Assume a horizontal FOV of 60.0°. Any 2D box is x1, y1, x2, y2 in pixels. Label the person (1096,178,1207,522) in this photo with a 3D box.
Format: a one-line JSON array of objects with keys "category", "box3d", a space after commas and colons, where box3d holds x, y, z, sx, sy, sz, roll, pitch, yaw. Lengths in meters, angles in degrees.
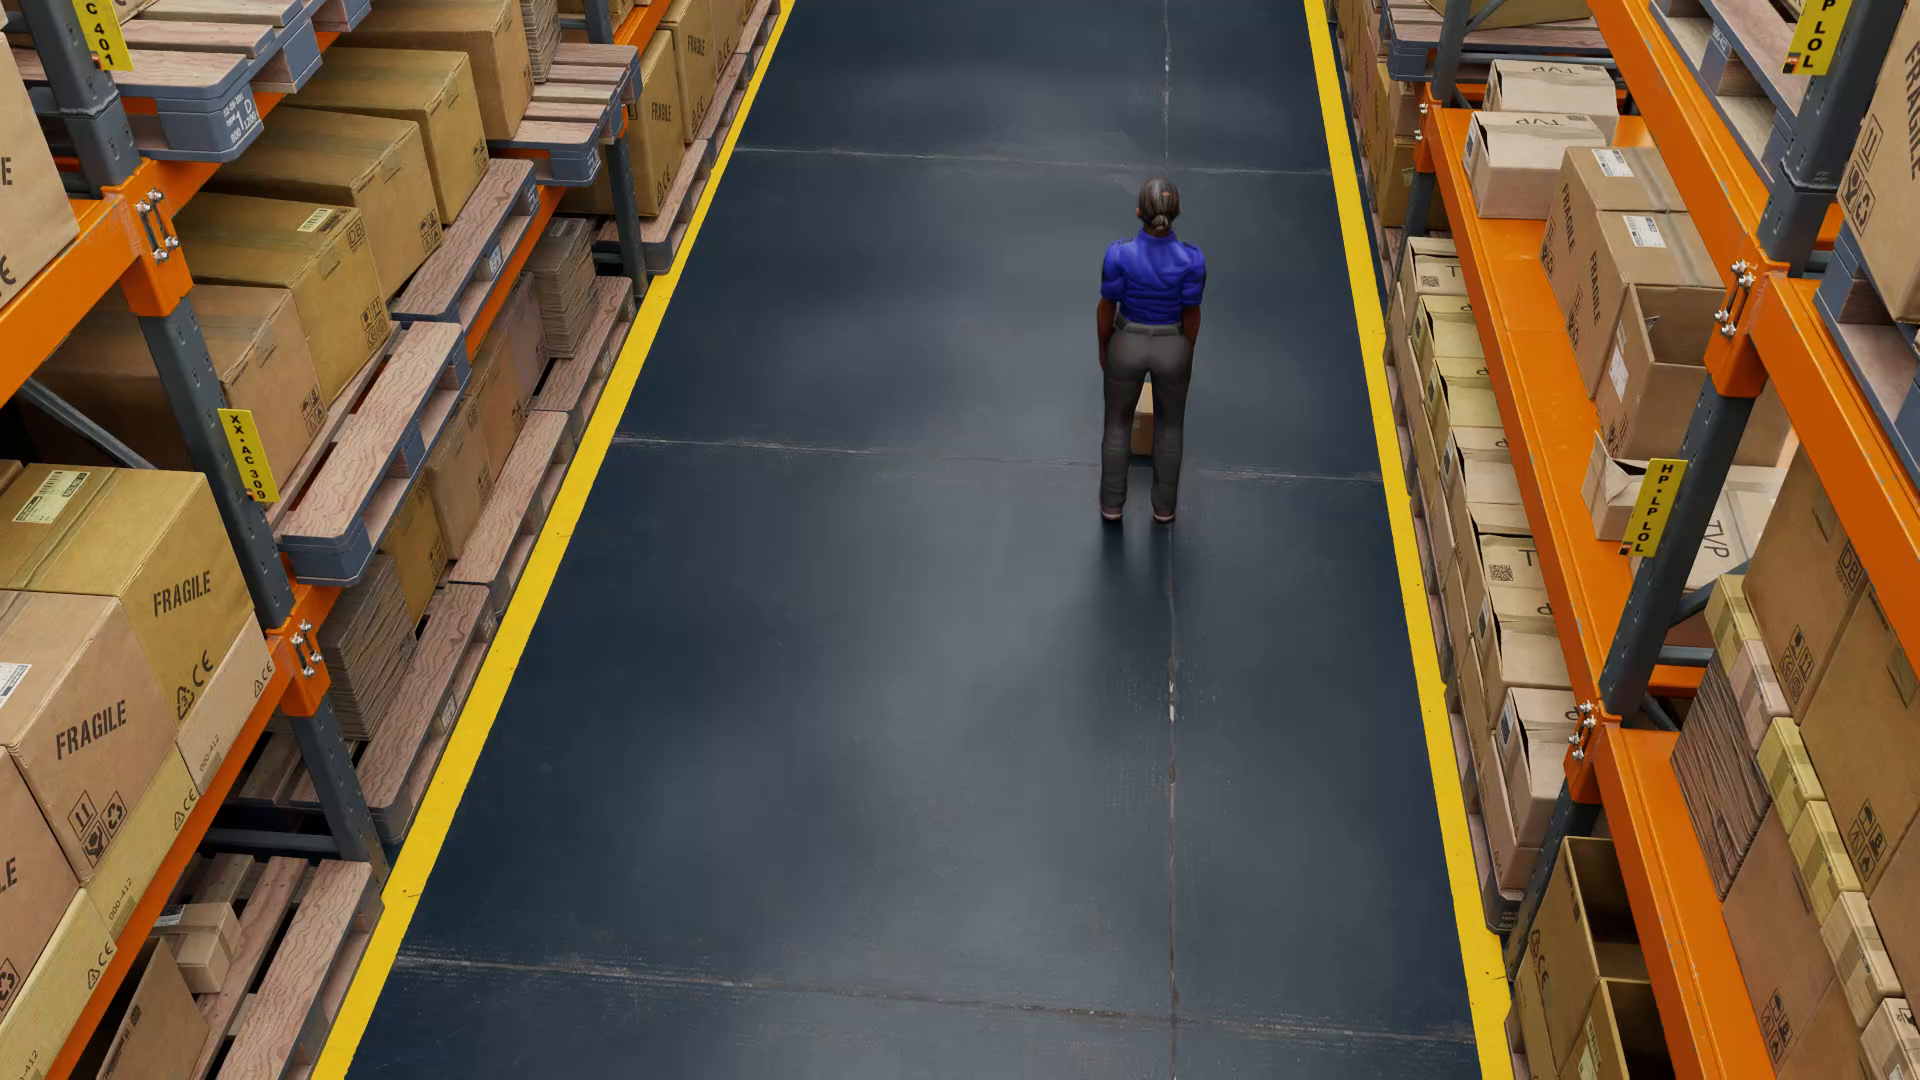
[{"category": "person", "box3d": [0.793, -0.795, 7.108, 0.437, 1.665, 0.307, 4, 40, 5]}]
